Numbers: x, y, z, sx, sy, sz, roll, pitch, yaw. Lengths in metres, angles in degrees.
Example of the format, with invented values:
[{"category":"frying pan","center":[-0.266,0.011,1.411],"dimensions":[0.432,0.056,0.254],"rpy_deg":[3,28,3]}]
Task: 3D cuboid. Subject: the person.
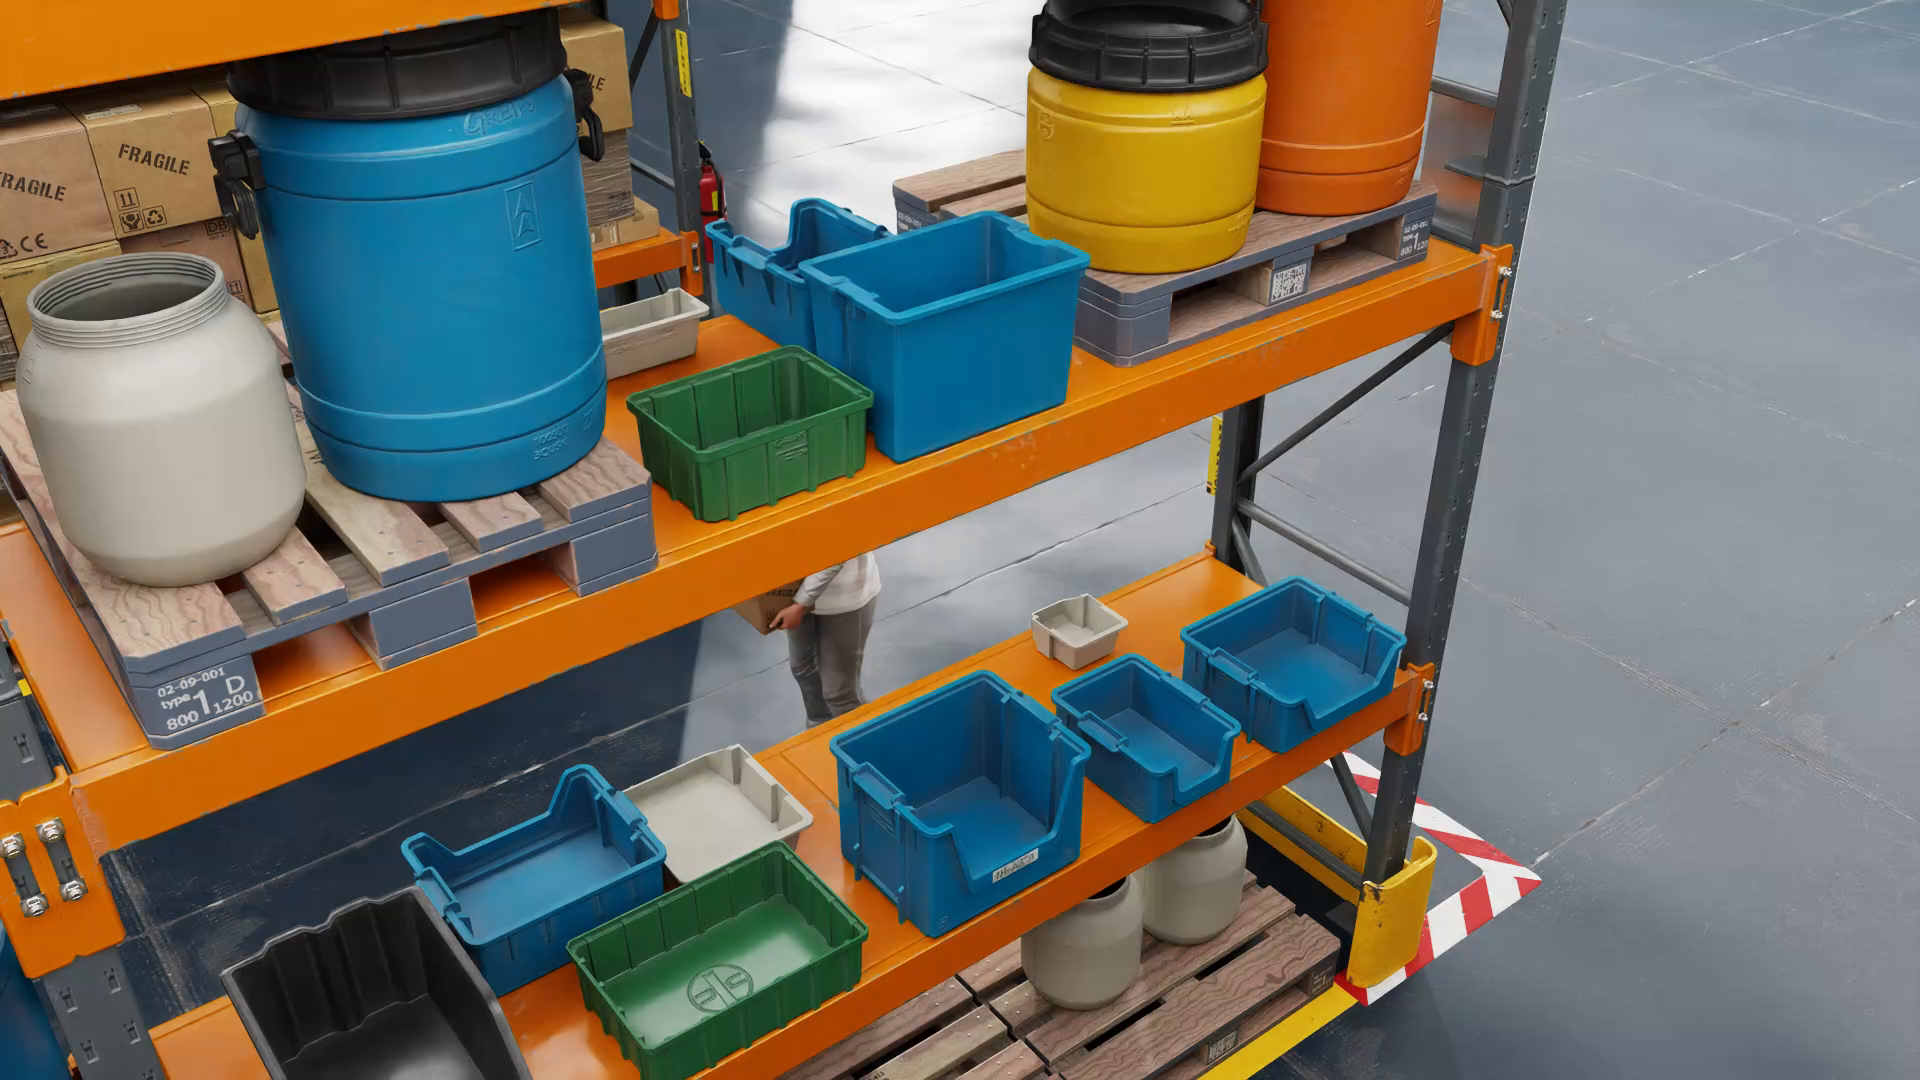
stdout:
[{"category":"person","center":[-0.595,0.239,6.737],"dimensions":[0.557,1.762,0.494],"rpy_deg":[-22,38,-31]}]
